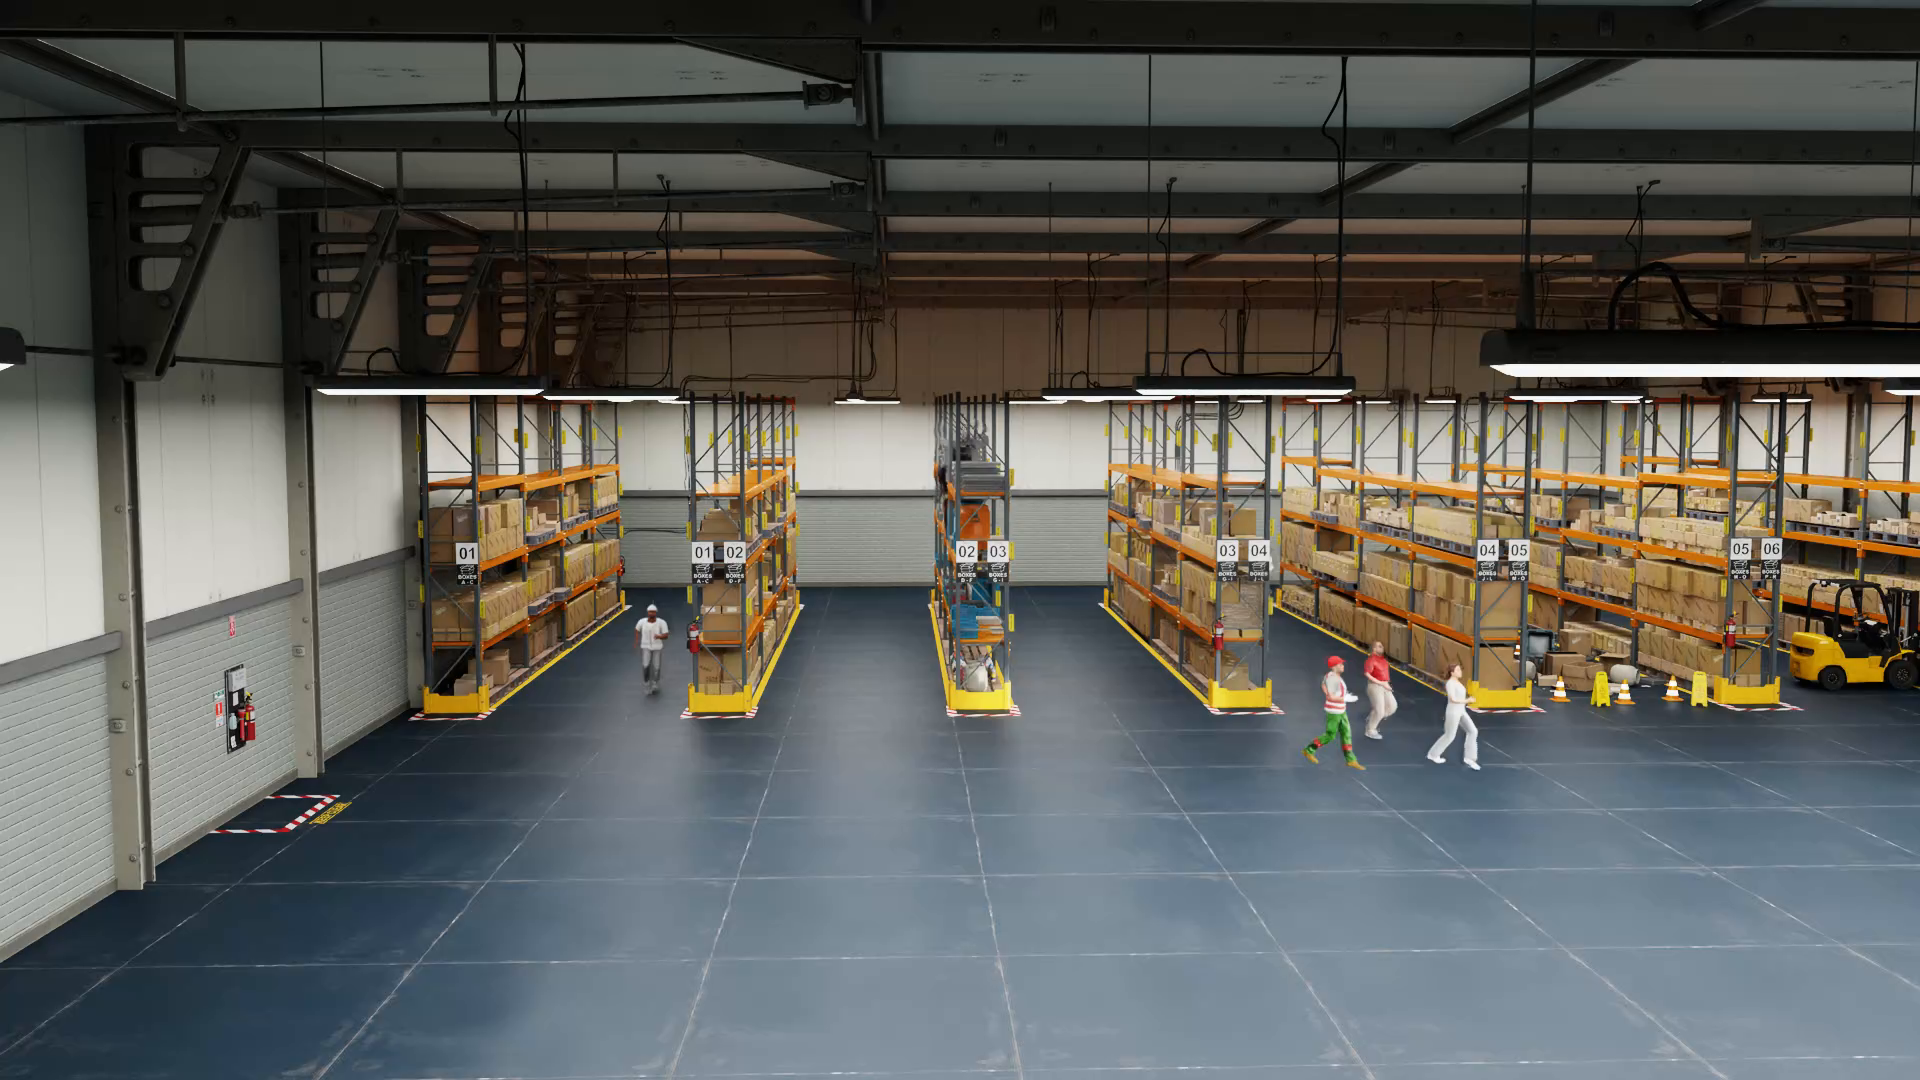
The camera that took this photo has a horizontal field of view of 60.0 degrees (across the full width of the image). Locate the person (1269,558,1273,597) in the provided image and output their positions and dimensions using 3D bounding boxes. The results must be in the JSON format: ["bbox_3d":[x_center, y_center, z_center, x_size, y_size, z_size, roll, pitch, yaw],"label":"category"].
[{"bbox_3d":[8.915,1.033,48.601,0.690,1.658,0.658,-3,5,-30],"label":"person"}]

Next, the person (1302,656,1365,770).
[{"bbox_3d":[5.893,2.715,26.192,0.987,1.799,0.653,2,5,22],"label":"person"}]

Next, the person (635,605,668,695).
[{"bbox_3d":[-6.153,2.190,33.173,0.671,1.801,0.727,-1,5,-9],"label":"person"}]

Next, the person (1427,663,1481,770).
[{"bbox_3d":[7.865,2.790,26.414,0.825,1.698,0.570,3,6,35],"label":"person"}]

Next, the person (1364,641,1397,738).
[{"bbox_3d":[7.263,2.583,28.745,0.527,1.689,0.673,4,6,40],"label":"person"}]
